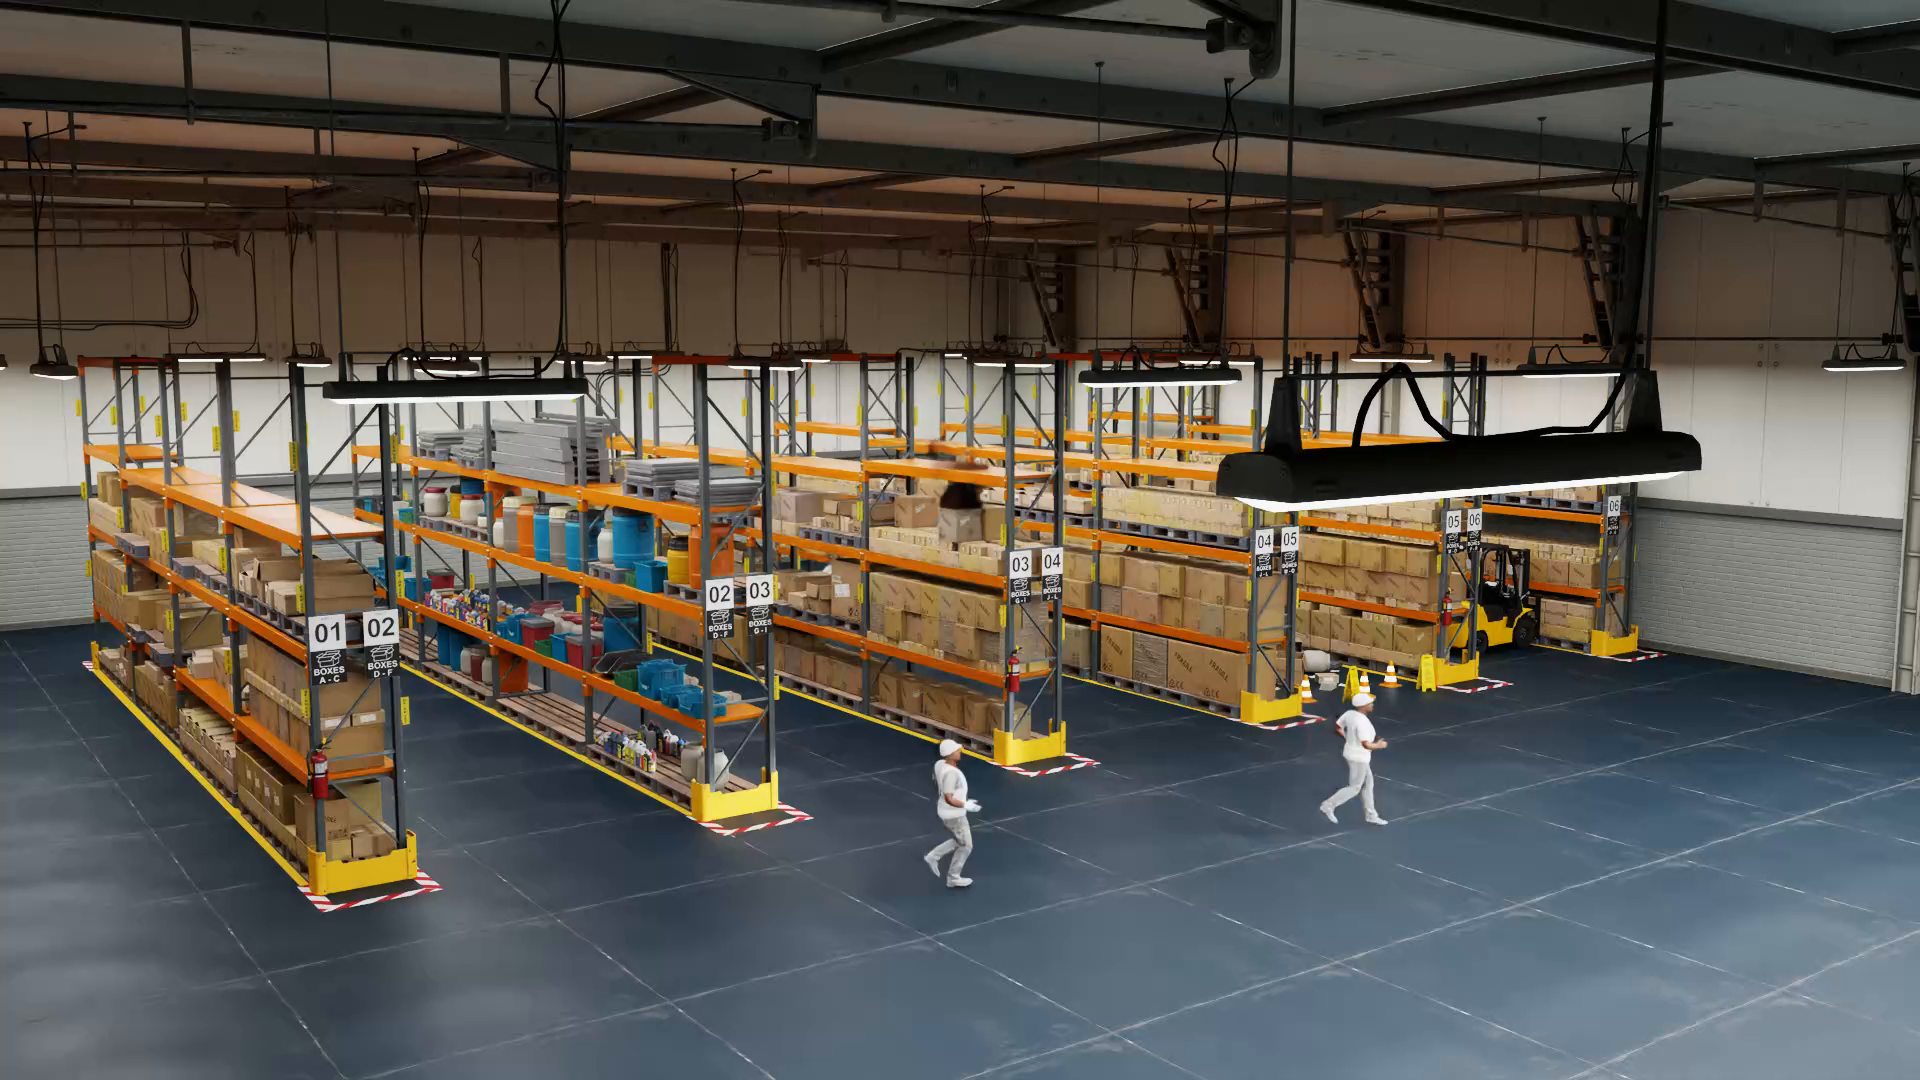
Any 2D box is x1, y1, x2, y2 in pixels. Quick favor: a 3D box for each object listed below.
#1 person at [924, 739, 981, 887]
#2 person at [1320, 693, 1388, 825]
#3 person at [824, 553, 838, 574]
[{"bbox_3d":[-0.096,3.150,19.191,0.621,1.733,0.679,-1,7,-10],"label":"person"},{"bbox_3d":[5.111,2.849,21.550,0.975,1.771,0.710,-1,7,-4],"label":"person"},{"bbox_3d":[-2.735,1.116,36.145,0.632,1.755,0.737,-6,9,-40],"label":"person"}]
